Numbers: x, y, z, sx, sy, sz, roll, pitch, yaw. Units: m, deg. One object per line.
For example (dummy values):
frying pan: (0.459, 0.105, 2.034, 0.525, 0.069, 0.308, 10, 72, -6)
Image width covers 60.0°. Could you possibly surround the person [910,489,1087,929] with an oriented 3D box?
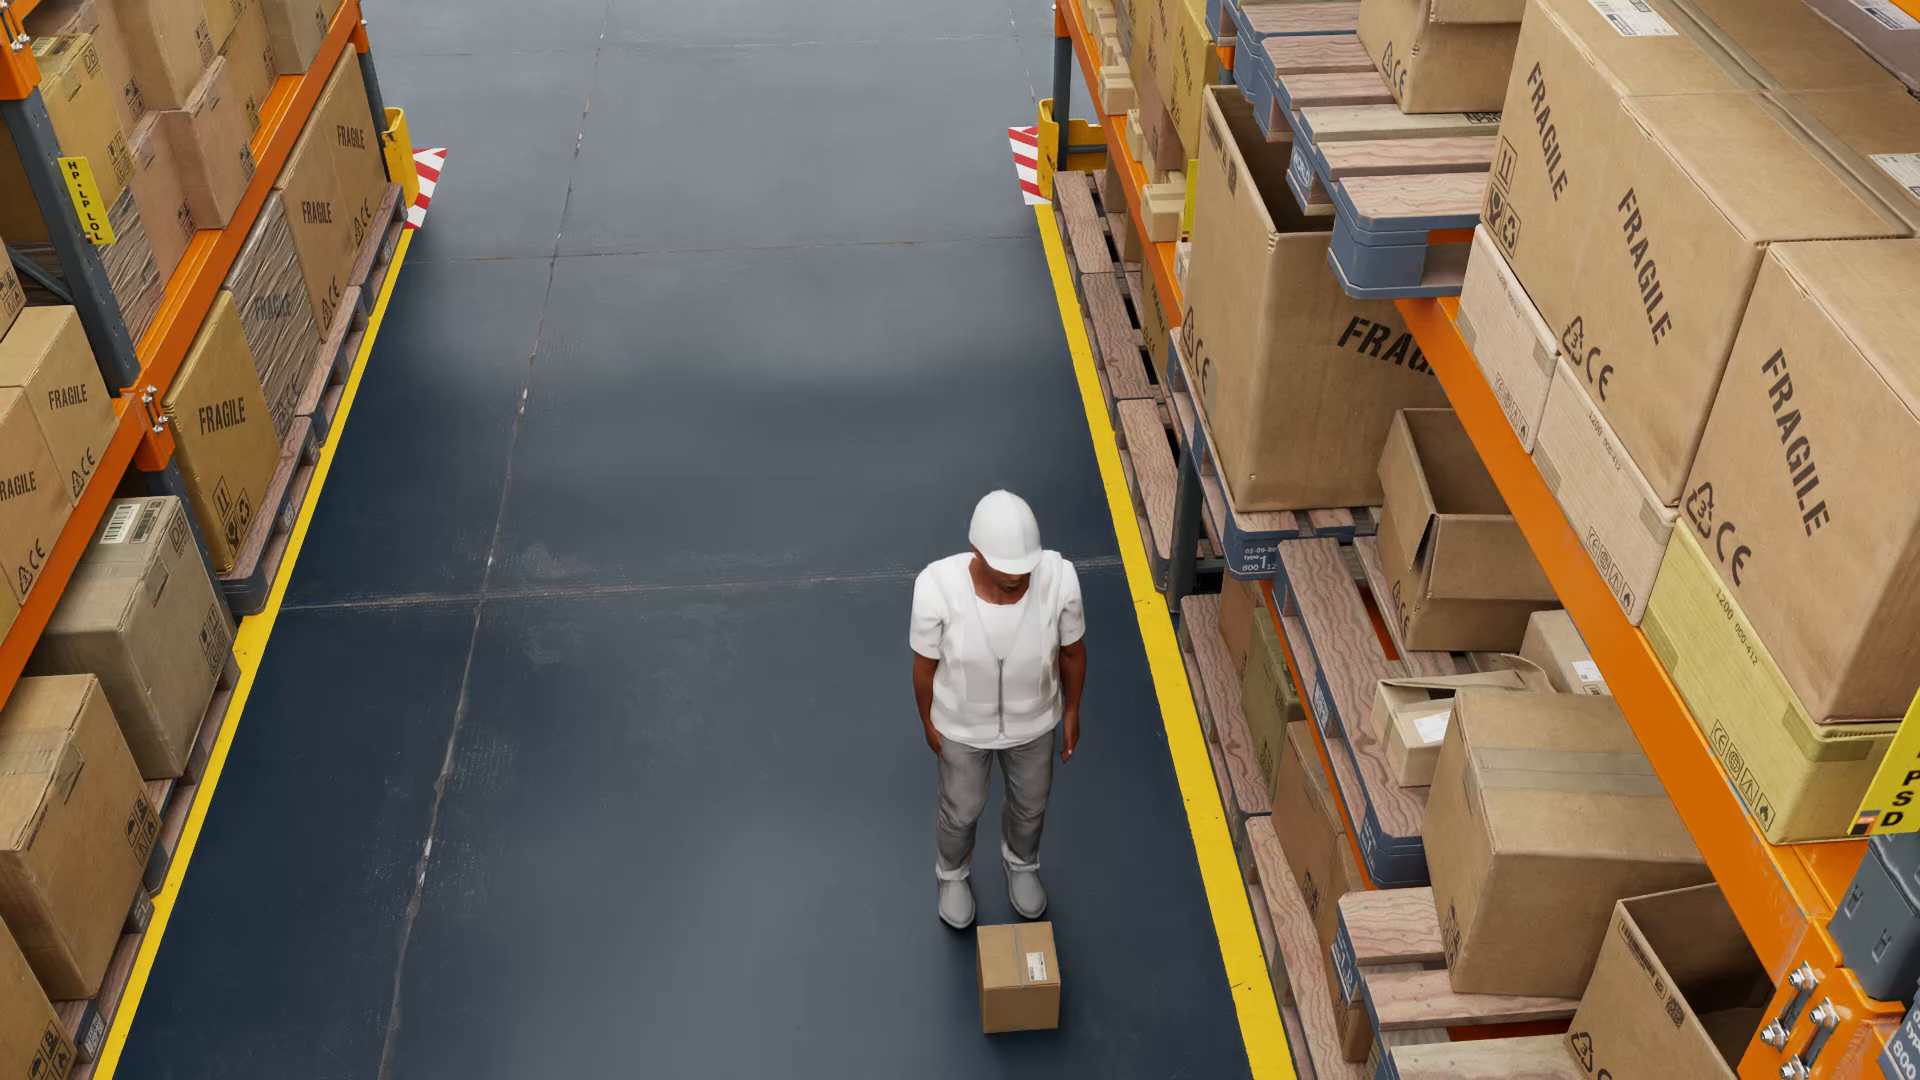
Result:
person: (0.129, 0.570, 5.431, 0.565, 1.763, 0.367, -5, 39, -6)
